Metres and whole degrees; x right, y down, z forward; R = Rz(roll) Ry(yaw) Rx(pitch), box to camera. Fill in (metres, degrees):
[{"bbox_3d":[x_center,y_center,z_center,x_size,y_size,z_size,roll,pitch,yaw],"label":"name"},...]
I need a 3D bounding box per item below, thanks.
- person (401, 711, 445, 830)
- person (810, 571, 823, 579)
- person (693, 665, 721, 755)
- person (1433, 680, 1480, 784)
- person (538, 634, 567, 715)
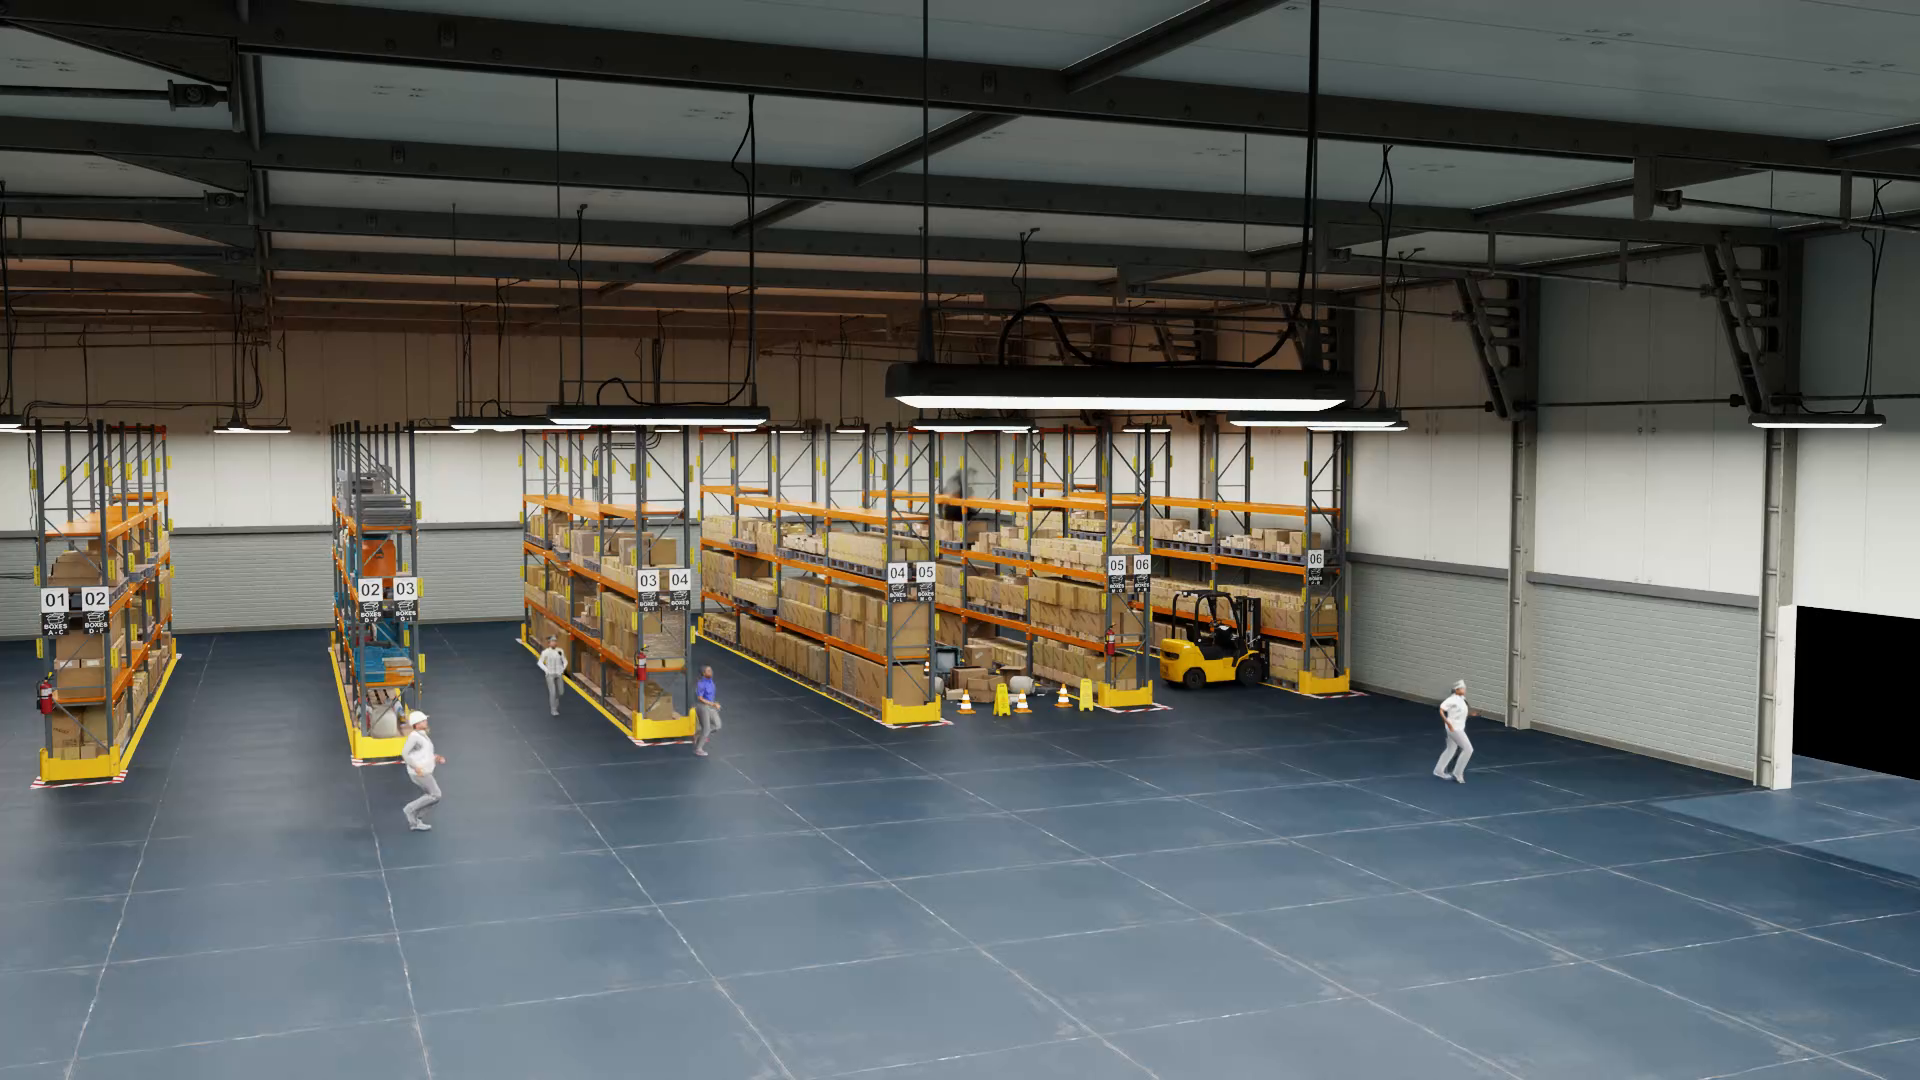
[{"bbox_3d":[-7.763,3.349,24.130,0.544,1.729,0.652,0,4,-7],"label":"person"},{"bbox_3d":[-4.458,1.688,50.708,0.736,1.736,0.739,-1,4,-16],"label":"person"},{"bbox_3d":[-4.533,3.060,29.935,0.617,1.605,0.611,1,4,19],"label":"person"},{"bbox_3d":[8.232,3.174,27.556,0.713,1.751,0.545,2,4,24],"label":"person"},{"bbox_3d":[-8.371,2.760,34.222,0.614,1.641,0.580,-2,4,-27],"label":"person"}]
